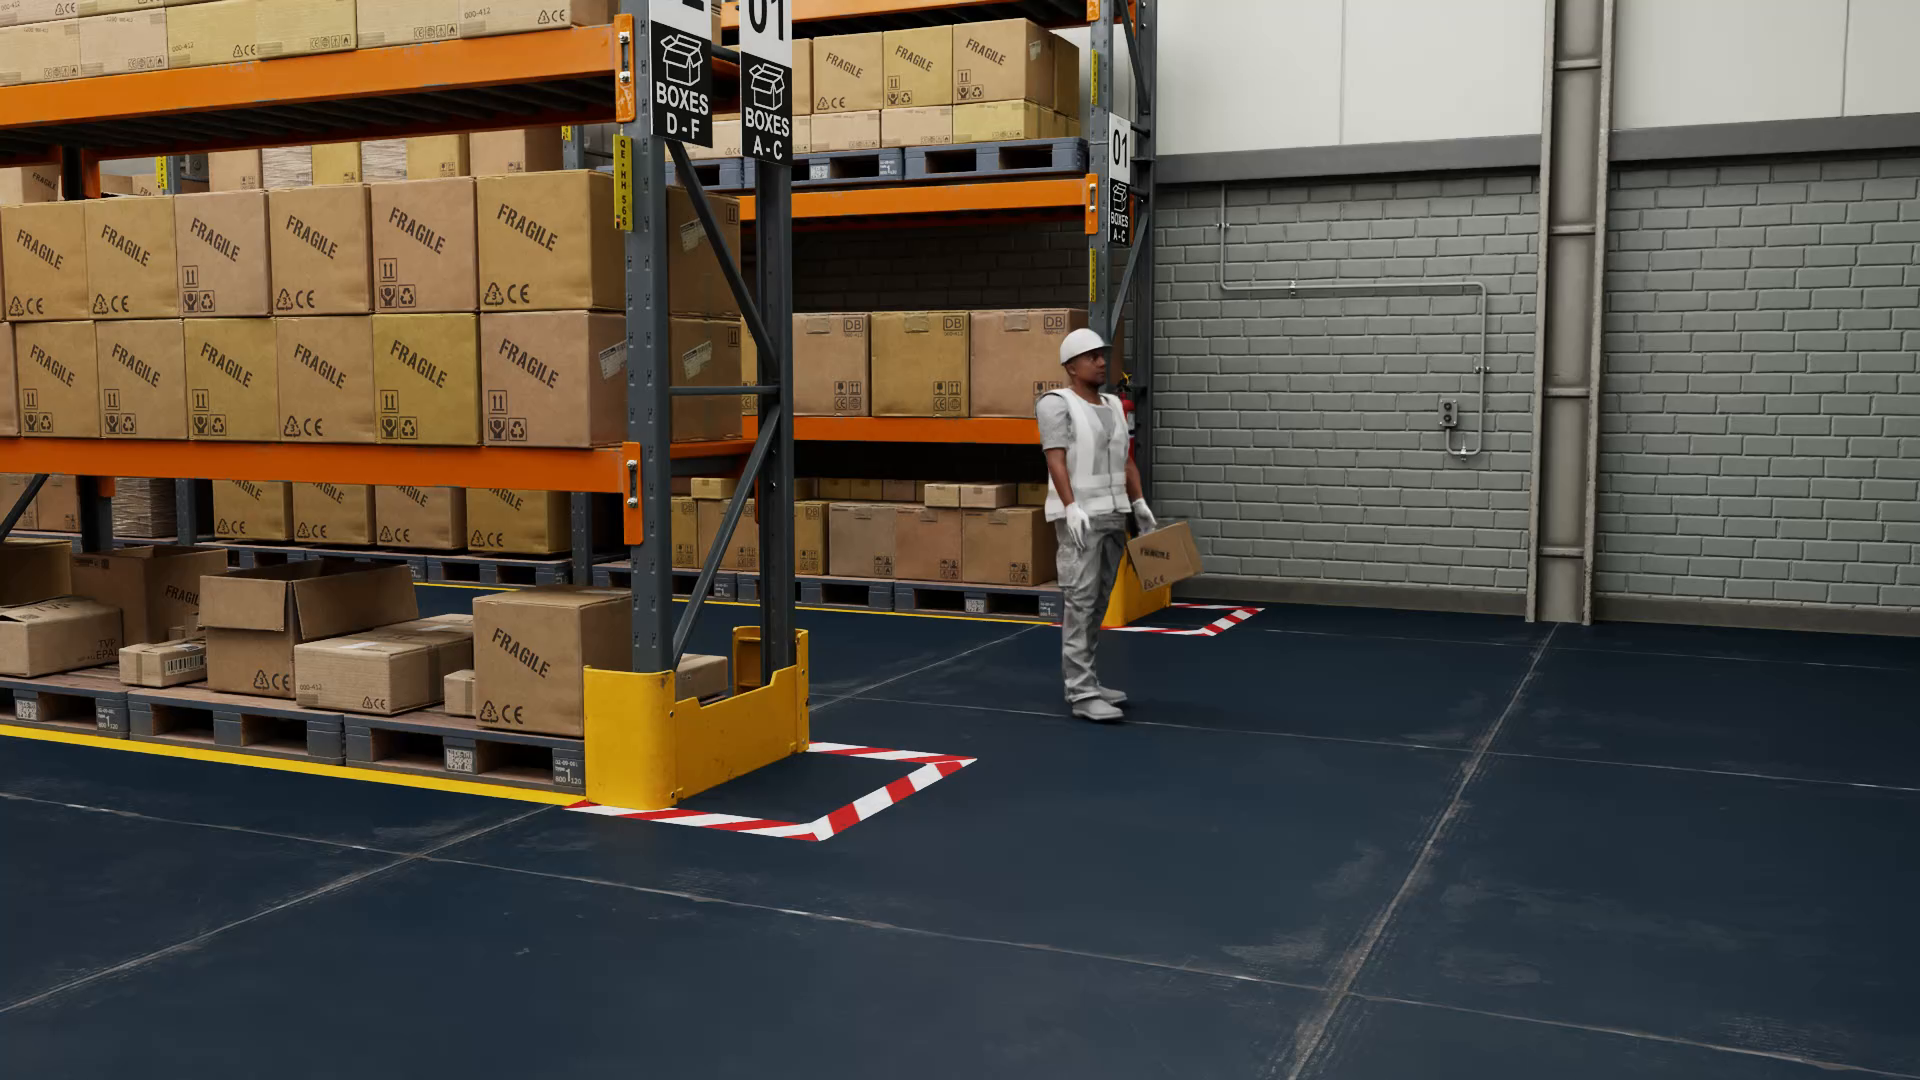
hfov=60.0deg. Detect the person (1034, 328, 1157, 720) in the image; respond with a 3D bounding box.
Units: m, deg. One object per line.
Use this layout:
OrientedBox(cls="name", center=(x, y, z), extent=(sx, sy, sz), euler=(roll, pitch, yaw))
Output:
OrientedBox(cls="person", center=(0.663, -0.086, 7.728), extent=(0.555, 1.789, 0.582), euler=(5, 8, 44))
